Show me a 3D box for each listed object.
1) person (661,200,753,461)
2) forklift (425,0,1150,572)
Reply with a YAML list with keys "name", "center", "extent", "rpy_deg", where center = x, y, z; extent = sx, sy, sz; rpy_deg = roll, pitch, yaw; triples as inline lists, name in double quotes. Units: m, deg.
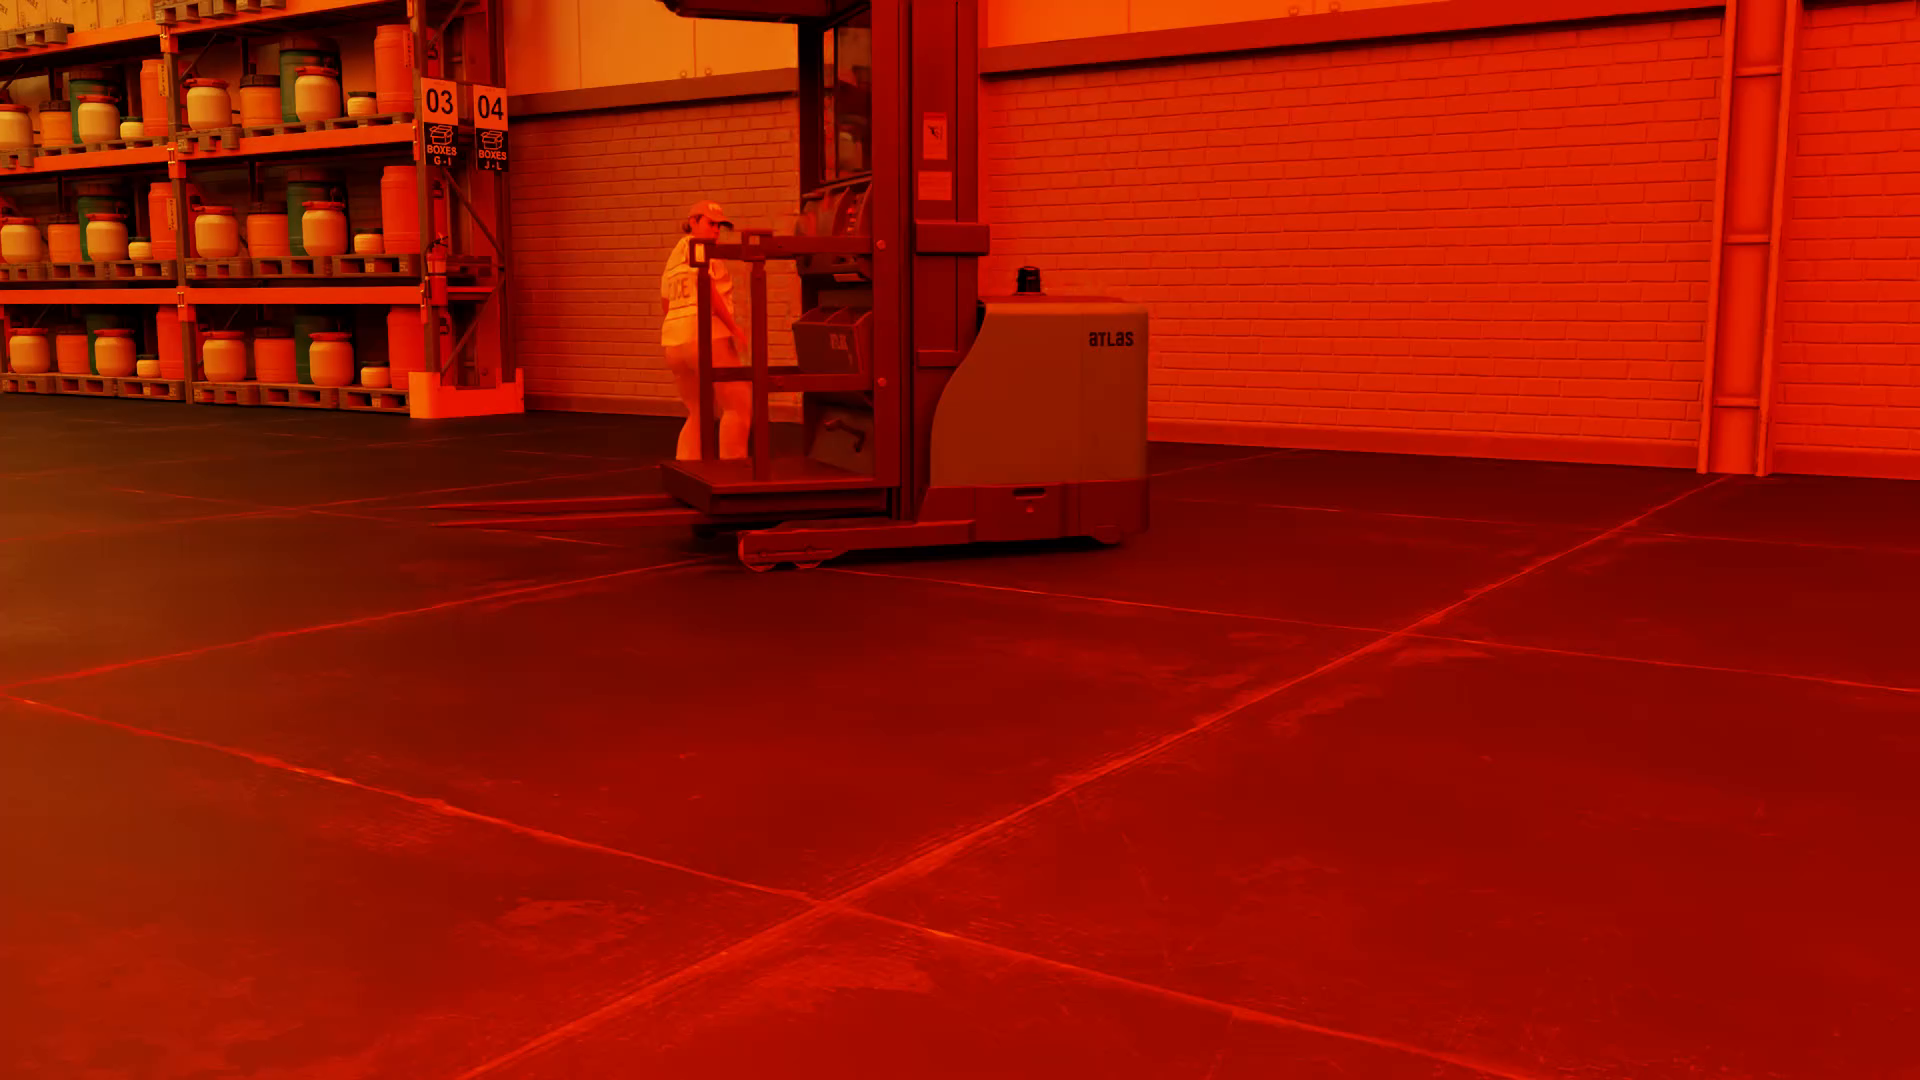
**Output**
- name: "person"
  center: [-1.415, -1.062, 9.285]
  extent: [0.512, 1.641, 0.673]
  rpy_deg: [-7, 11, -40]
- name: "forklift"
  center: [-0.729, -1.407, 7.088]
  extent: [3.031, 2.935, 1.130]
  rpy_deg: [-3, 9, -21]
